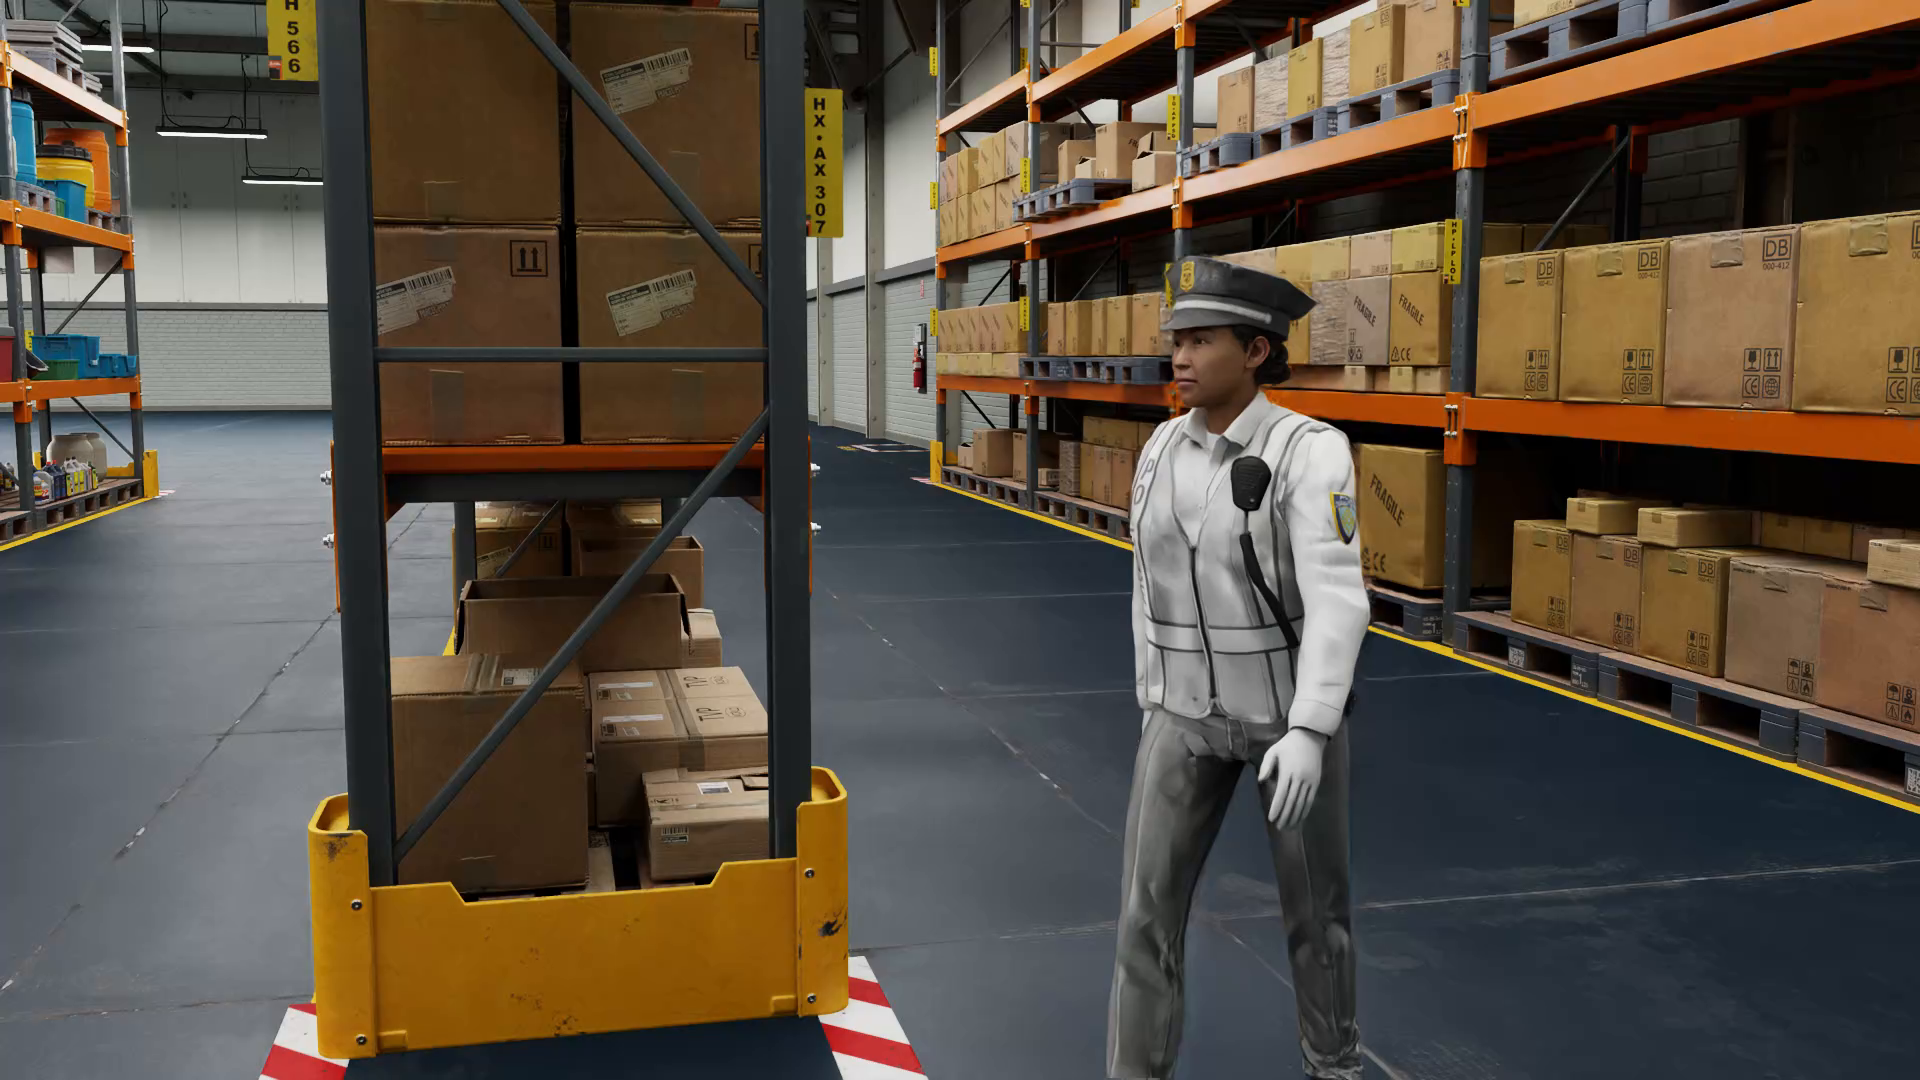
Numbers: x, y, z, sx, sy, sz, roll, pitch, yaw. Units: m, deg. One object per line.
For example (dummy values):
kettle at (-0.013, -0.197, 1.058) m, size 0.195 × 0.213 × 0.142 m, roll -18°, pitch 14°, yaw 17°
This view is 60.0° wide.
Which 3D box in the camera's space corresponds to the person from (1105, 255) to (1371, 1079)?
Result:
person at (0.472, 0.329, 2.935) m, size 0.530 × 1.647 × 0.847 m, roll 4°, pitch 7°, yaw 33°
